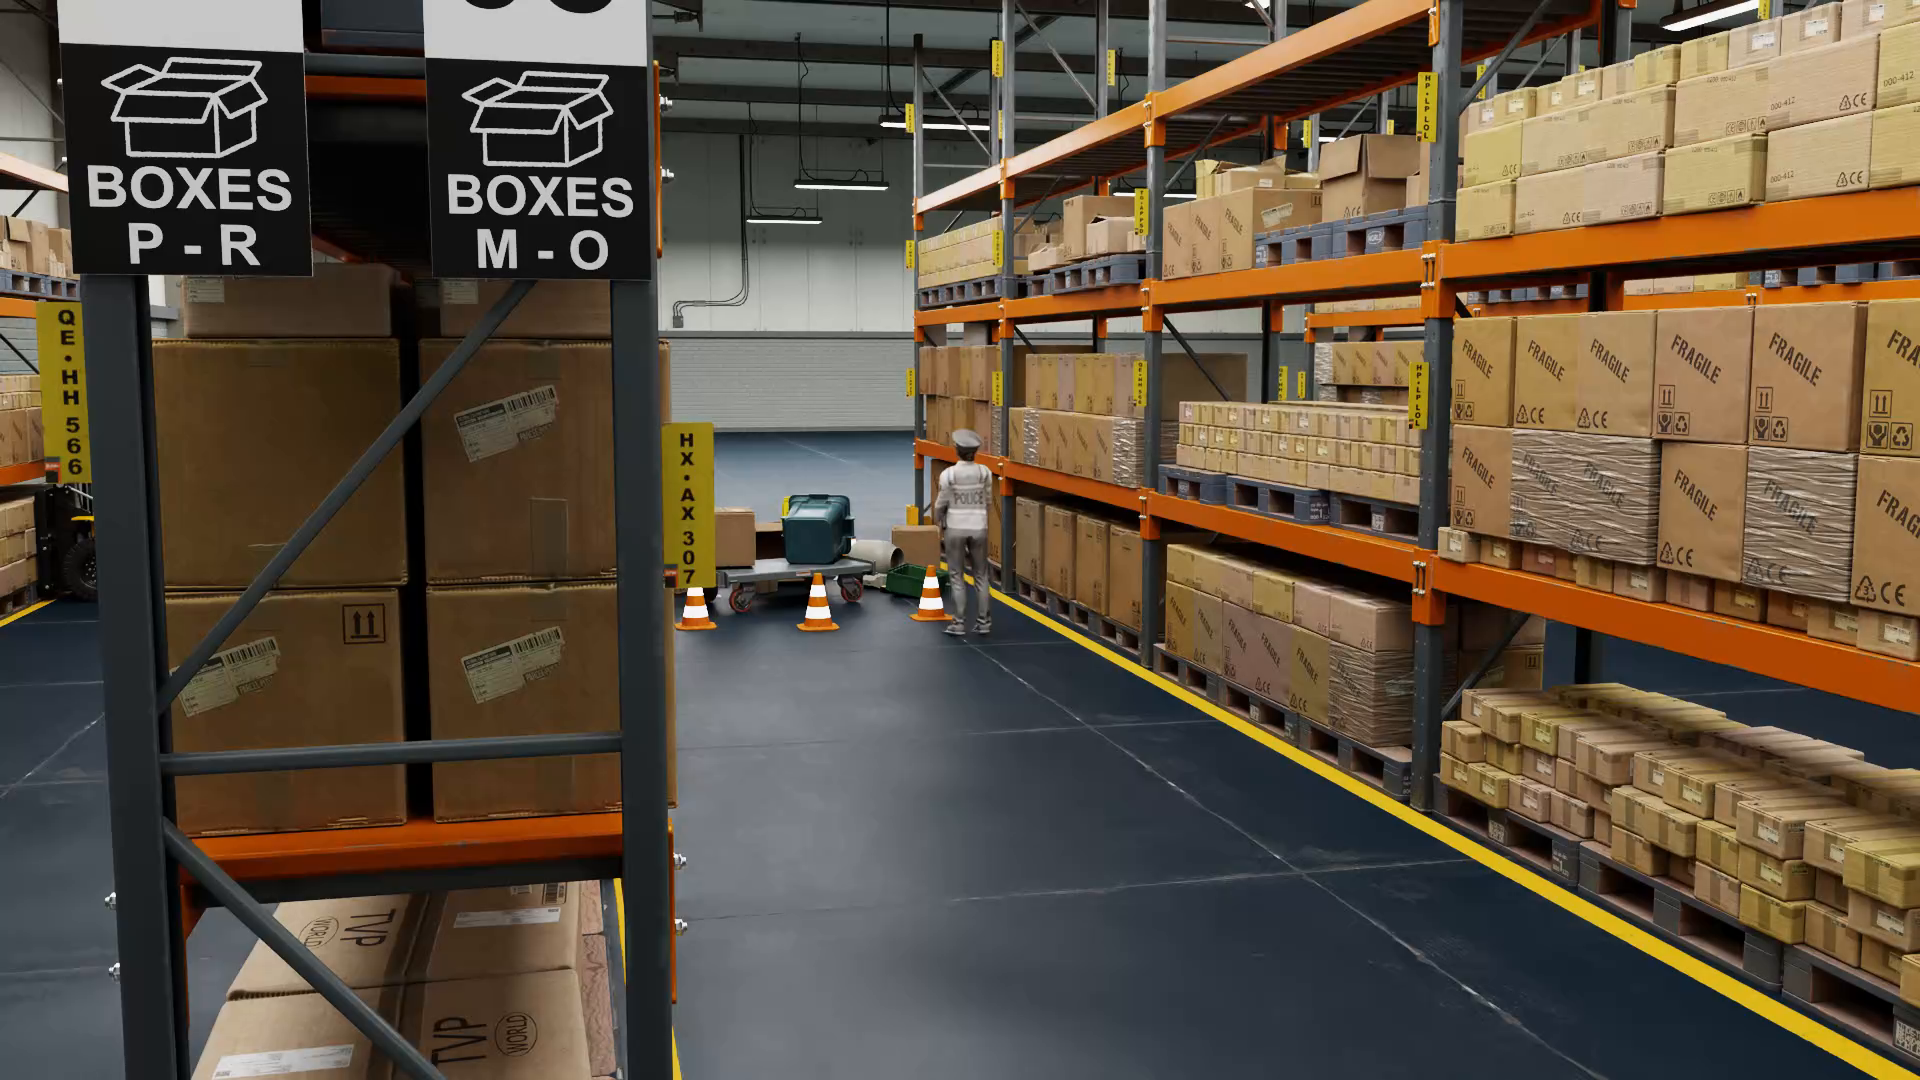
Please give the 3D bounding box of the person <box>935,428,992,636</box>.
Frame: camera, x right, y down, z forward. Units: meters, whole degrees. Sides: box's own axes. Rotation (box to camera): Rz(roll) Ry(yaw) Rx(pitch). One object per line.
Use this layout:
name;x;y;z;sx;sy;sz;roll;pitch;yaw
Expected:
person;0.034;-0.066;13.605;0.492;1.701;0.539;-2;6;-14
